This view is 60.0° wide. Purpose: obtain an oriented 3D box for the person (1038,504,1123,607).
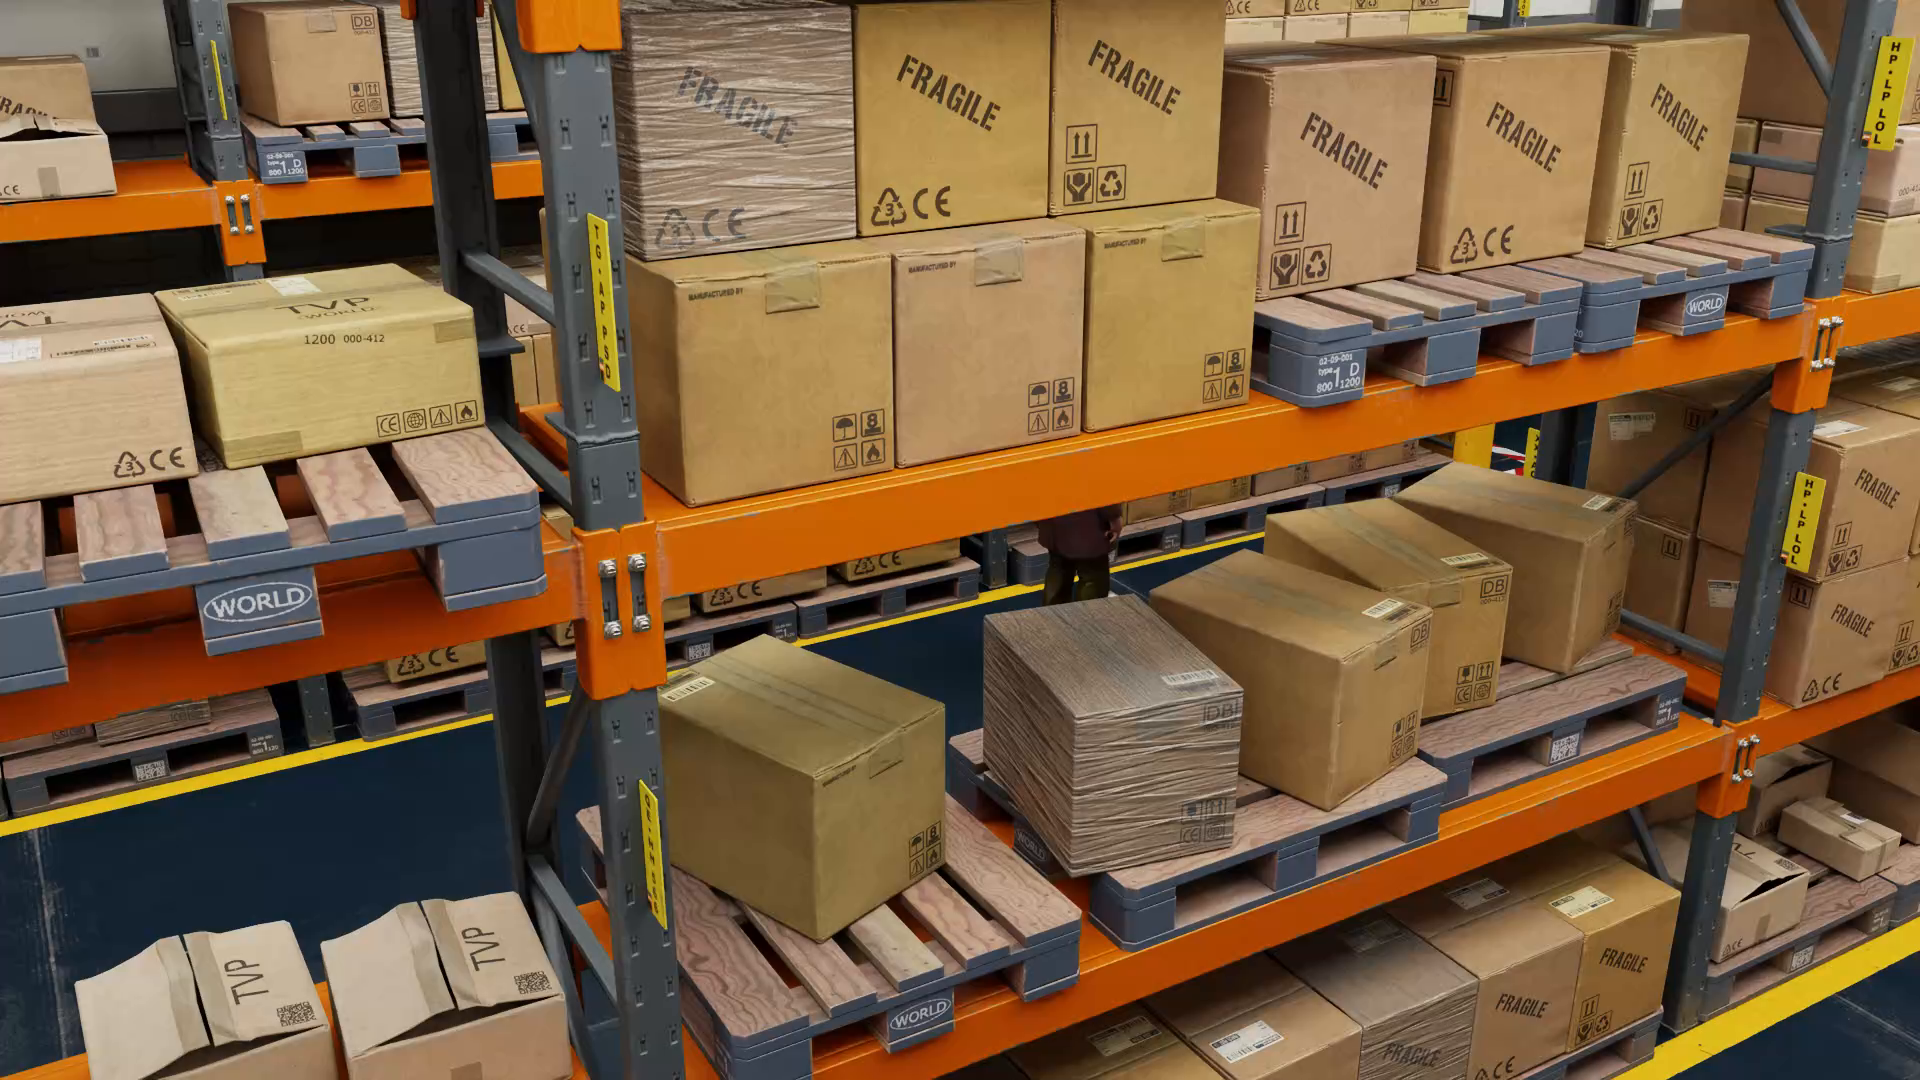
[{"bbox_3d":[0.631,-0.184,9.076,0.420,1.774,0.655,-16,26,-34],"label":"person"}]
